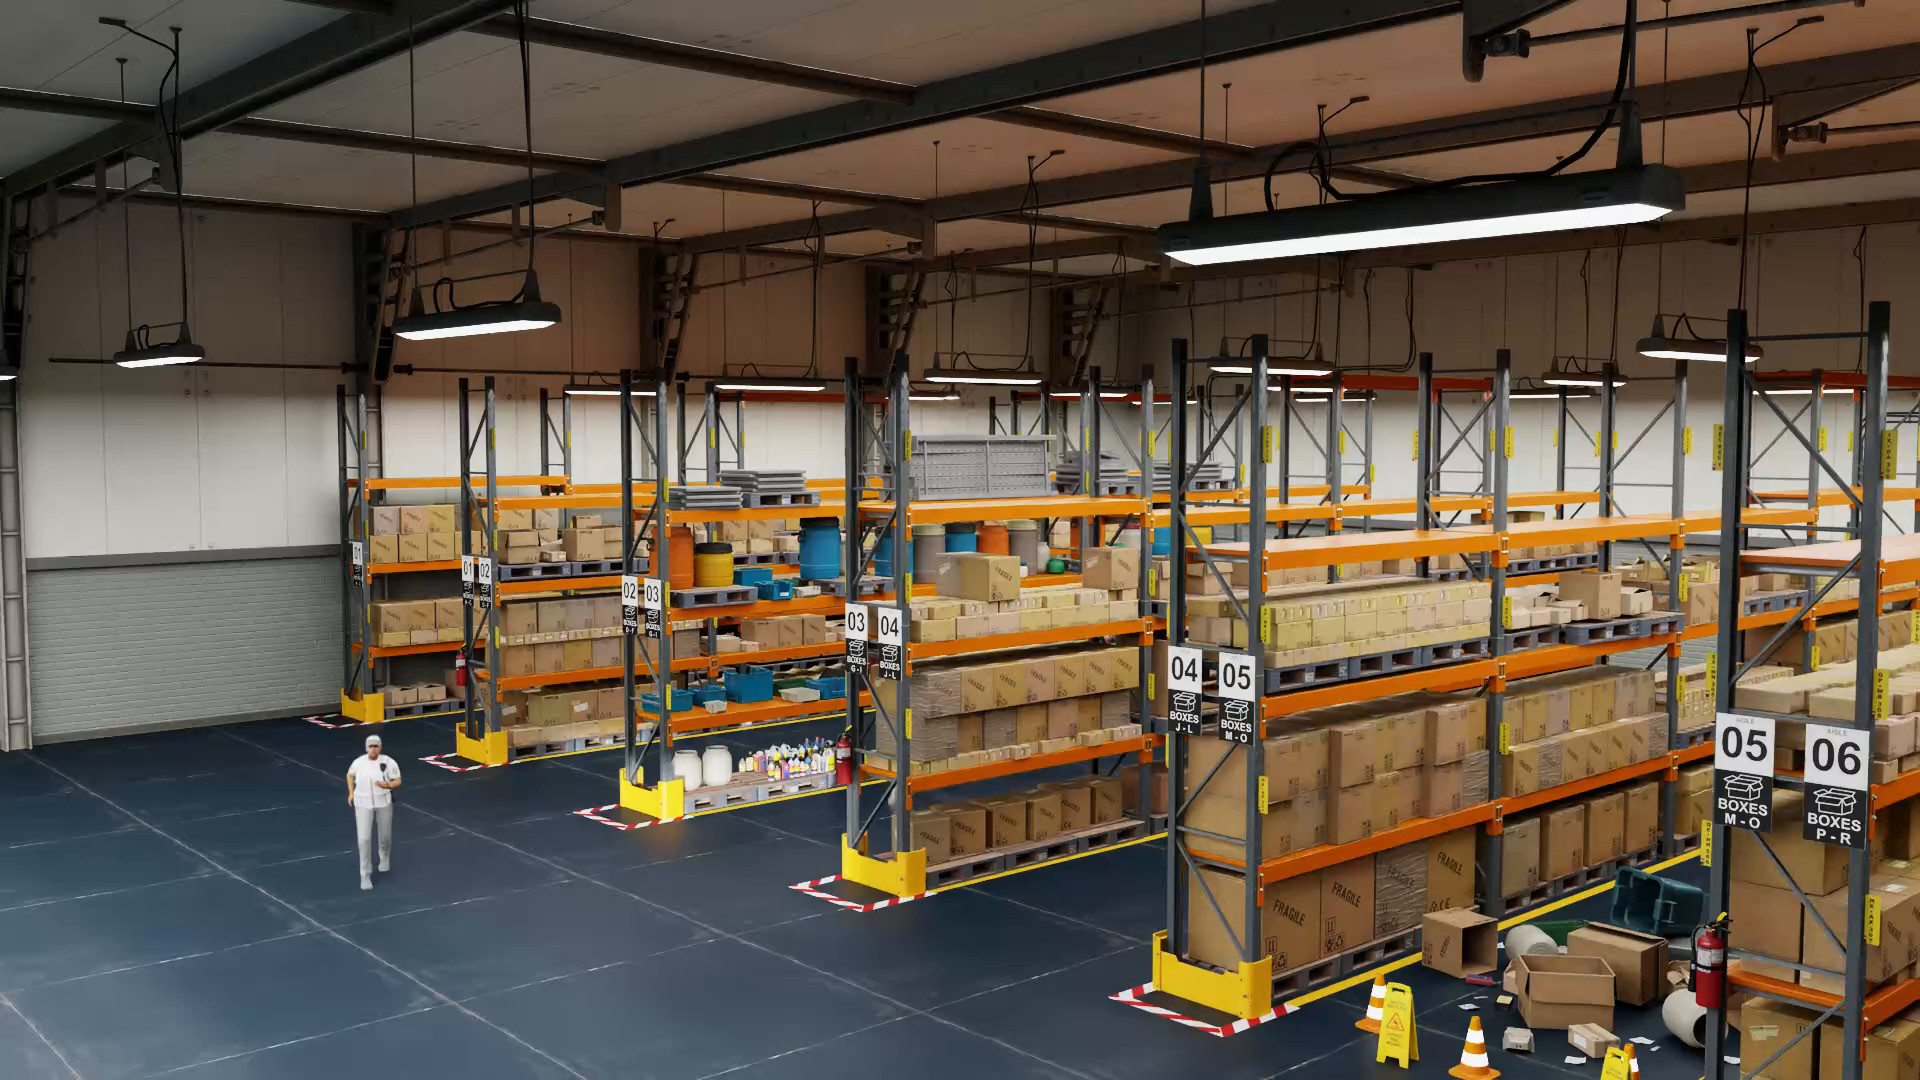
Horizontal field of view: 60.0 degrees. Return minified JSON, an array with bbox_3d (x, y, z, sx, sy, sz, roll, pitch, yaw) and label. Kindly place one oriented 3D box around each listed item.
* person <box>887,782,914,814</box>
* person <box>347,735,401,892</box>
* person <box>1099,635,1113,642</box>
[{"bbox_3d":[-0.758,2.951,20.902,0.739,1.671,0.578,-3,5,-41],"label":"person"},{"bbox_3d":[-6.704,3.071,19.045,0.594,1.696,0.878,-1,4,-18],"label":"person"},{"bbox_3d":[2.923,1.893,32.745,0.714,1.783,1.085,4,5,44],"label":"person"}]
